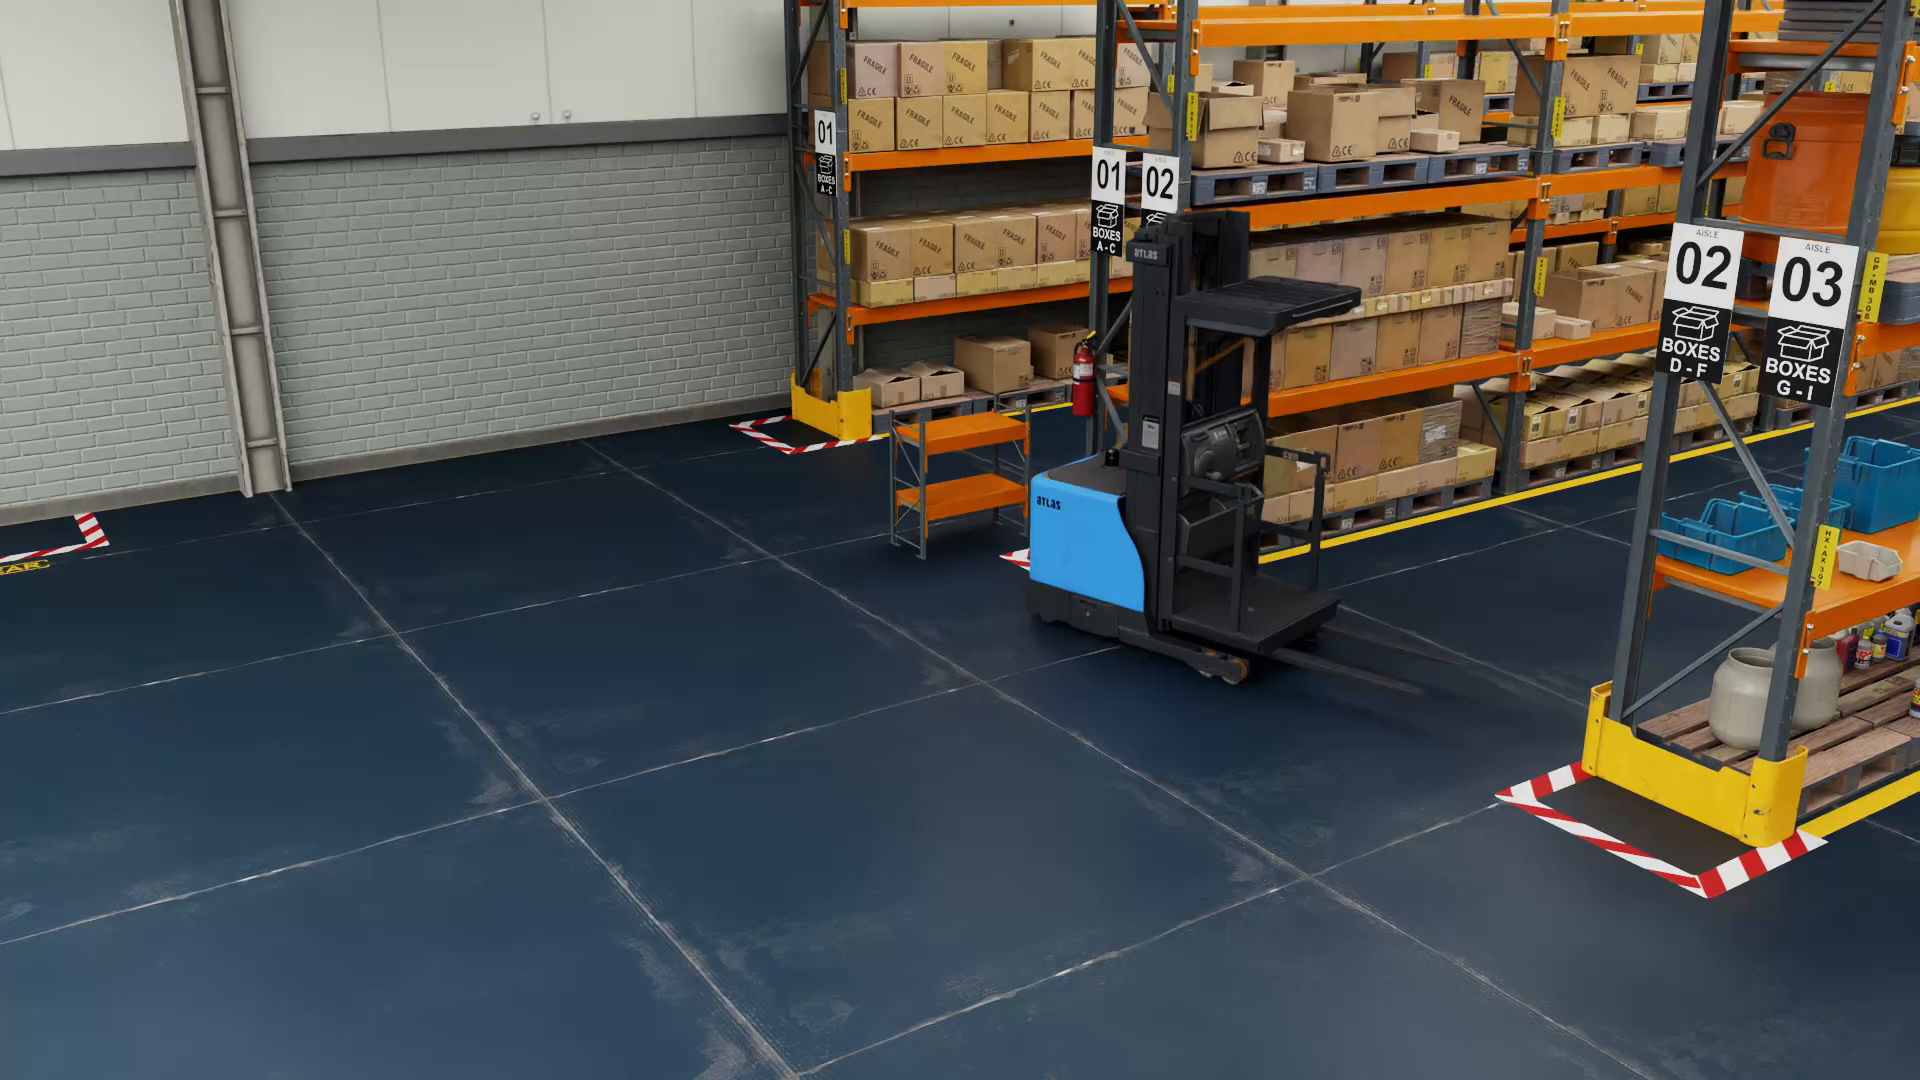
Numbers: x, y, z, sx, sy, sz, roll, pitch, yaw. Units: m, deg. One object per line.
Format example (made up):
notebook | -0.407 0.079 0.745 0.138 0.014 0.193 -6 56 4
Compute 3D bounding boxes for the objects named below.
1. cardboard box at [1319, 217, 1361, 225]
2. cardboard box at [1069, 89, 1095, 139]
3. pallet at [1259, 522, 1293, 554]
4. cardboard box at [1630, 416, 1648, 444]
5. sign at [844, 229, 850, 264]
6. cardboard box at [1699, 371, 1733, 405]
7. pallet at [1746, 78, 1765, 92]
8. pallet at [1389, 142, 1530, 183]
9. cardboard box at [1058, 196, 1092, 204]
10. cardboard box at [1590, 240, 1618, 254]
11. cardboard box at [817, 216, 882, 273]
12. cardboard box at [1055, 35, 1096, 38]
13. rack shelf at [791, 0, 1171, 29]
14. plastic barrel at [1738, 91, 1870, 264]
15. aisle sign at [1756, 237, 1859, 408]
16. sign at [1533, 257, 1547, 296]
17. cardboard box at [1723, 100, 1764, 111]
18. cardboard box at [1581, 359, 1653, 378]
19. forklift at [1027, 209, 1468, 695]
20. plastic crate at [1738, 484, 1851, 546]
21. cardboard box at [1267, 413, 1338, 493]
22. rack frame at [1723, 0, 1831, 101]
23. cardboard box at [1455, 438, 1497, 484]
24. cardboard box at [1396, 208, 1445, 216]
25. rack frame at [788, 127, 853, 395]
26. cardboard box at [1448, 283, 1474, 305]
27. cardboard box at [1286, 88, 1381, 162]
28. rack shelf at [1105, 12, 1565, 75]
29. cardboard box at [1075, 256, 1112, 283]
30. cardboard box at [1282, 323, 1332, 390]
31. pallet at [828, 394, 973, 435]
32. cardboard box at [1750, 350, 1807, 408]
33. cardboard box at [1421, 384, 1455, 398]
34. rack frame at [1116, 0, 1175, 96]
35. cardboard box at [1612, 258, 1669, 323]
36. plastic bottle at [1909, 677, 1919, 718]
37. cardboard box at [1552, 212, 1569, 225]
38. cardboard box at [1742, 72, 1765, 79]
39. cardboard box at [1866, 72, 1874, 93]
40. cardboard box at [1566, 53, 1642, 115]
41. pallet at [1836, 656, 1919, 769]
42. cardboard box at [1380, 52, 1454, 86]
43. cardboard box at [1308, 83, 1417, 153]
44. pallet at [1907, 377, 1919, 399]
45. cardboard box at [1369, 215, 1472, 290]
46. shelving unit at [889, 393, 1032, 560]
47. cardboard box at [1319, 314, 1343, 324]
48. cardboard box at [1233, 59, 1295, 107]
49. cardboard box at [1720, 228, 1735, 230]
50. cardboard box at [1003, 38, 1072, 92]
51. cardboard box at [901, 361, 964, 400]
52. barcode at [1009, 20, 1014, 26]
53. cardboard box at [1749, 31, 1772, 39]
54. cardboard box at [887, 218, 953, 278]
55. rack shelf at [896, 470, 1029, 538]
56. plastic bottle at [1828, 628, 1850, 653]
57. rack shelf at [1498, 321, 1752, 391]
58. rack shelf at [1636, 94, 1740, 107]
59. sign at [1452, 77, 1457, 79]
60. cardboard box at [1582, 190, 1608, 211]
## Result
cardboard box | 4.446 -4.053 20.206 0.500 0.500 0.700 -14 23 -36
cardboard box | 1.229 -4.521 17.562 0.500 0.500 0.500 -14 23 -36
pallet | 1.947 -0.080 13.650 1.213 0.211 1.003 -12 22 -31
cardboard box | 6.429 -1.131 16.045 0.500 0.250 0.500 -11 22 -30
sign | -1.098 -2.844 16.122 0.005 0.325 0.100 -12 22 -31
cardboard box | 7.280 -1.574 16.480 0.500 0.311 0.500 -12 22 -32
pallet | 11.353 -6.643 24.165 1.213 0.211 1.003 -12 22 -31
pallet | 3.974 -3.181 13.925 1.213 0.211 1.003 -12 22 -31
cardboard box | 1.437 -3.550 18.595 0.500 0.500 0.500 -13 22 -33
cardboard box | 9.077 -4.147 23.561 0.250 0.149 0.380 -12 22 -32
cardboard box | -1.119 -3.012 17.004 0.500 0.500 0.500 -12 22 -32
cardboard box | 1.378 -5.225 18.085 0.500 0.500 0.500 -11 22 -30
rack shelf | 0.274 -5.431 16.886 4.000 0.370 1.077 -12 22 -31
plastic barrel | 4.389 -1.872 8.588 0.708 0.830 0.600 -12 22 -31
aisle sign | 4.154 -1.069 8.166 0.004 0.787 0.394 -12 22 -31
sign | 4.979 -2.259 14.267 0.005 0.325 0.100 -12 22 -31
cardboard box | 7.665 -4.118 16.136 0.500 0.250 0.500 -14 23 -35
cardboard box | 6.553 -1.628 16.639 0.500 0.311 0.500 -13 22 -33
forklift | 1.923 -0.628 11.027 3.031 2.935 1.130 16 24 39
plastic crate | 4.852 -0.140 9.706 0.408 0.251 0.499 -12 22 -31
cardboard box | 2.729 -0.721 13.661 0.500 0.500 0.500 -12 22 -31
rack frame | 8.013 -5.506 15.979 0.127 3.000 1.000 -12 22 -31
cardboard box | 4.405 -0.715 14.815 0.500 0.250 0.500 -12 22 -31
cardboard box | 5.832 -4.203 20.841 0.500 0.500 0.500 -11 22 -30
rack frame | -1.396 -2.579 16.690 0.127 3.000 1.000 -12 22 -31
cardboard box | 4.138 -2.119 14.159 0.250 0.149 0.380 -13 22 -33
cardboard box | 2.869 -3.208 12.835 0.500 0.500 0.500 -12 22 -31
rack shelf | 3.002 -3.919 13.033 4.000 0.370 1.077 -12 22 -31
cardboard box | 1.295 -2.972 18.055 0.500 0.250 0.500 -12 22 -31
cardboard box | 2.582 -1.560 13.521 0.500 0.500 0.700 -12 22 -31
pallet | -0.635 -1.405 17.571 1.213 0.211 1.003 -12 22 -31
cardboard box | 8.550 -1.692 17.281 0.500 0.500 0.500 -11 22 -29
cardboard box | 4.113 -1.213 15.115 0.500 0.500 0.500 -12 22 -31
rack frame | 1.945 -6.125 17.813 0.127 3.000 1.000 -12 22 -31
cardboard box | 6.621 -2.411 16.037 0.500 0.500 0.500 -13 23 -34
plastic bottle | 5.738 0.919 9.916 0.097 0.271 0.097 0 19 0
cardboard box | 7.872 -4.301 22.145 0.250 0.149 0.380 -12 22 -31
cardboard box | 11.067 -6.701 23.622 0.500 0.250 0.500 -13 23 -33
cardboard box | 9.233 -4.861 17.037 0.500 0.500 0.500 -12 22 -31
cardboard box | 5.672 -4.068 14.818 0.500 0.500 0.500 -10 21 -26
pallet | 5.790 1.011 10.425 1.213 0.211 1.003 -12 22 -31
cardboard box | 5.651 -5.764 20.584 0.500 0.500 0.700 -14 23 -36
cardboard box | 3.227 -3.438 13.511 0.637 0.503 0.797 -9 21 -25
pallet | 10.695 -1.894 19.017 1.213 0.211 1.003 -12 22 -31
cardboard box | 3.884 -2.452 14.132 0.500 0.500 0.700 -12 22 -32
shelving unit | 0.006 -0.534 13.568 1.048 1.125 0.538 -12 22 -31
cardboard box | 2.852 -1.848 13.359 0.250 0.149 0.380 -12 22 -32
cardboard box | 3.475 -5.243 19.074 0.500 0.500 0.500 -13 23 -33
cardboard box | 11.432 -4.645 25.034 0.250 0.149 0.380 -12 22 -31
cardboard box | 0.793 -4.880 17.064 0.500 0.500 0.500 -13 23 -33
cardboard box | -0.293 -1.712 17.636 0.500 0.311 0.500 -10 21 -27
barcode | 0.547 -5.475 17.605 0.075 0.075 0.001 -12 22 -31
cardboard box | 11.082 -7.062 23.517 0.500 0.500 0.500 -11 22 -30
cardboard box | -0.414 -2.961 16.851 0.500 0.500 0.500 -12 22 -31
rack shelf | 0.006 -0.302 13.646 1.000 0.278 0.538 -12 22 -31
plastic bottle | 5.571 0.675 10.630 0.135 0.276 0.152 -12 22 -31
rack shelf | 6.343 -1.971 16.013 4.000 0.370 1.077 -12 22 -31
rack shelf | 10.296 -6.125 23.618 4.000 0.370 1.077 -12 22 -31
sign | 4.366 -3.918 14.667 0.005 0.325 0.100 -12 22 -31
cardboard box | 8.379 -4.742 22.435 0.500 0.500 0.500 -12 22 -32
